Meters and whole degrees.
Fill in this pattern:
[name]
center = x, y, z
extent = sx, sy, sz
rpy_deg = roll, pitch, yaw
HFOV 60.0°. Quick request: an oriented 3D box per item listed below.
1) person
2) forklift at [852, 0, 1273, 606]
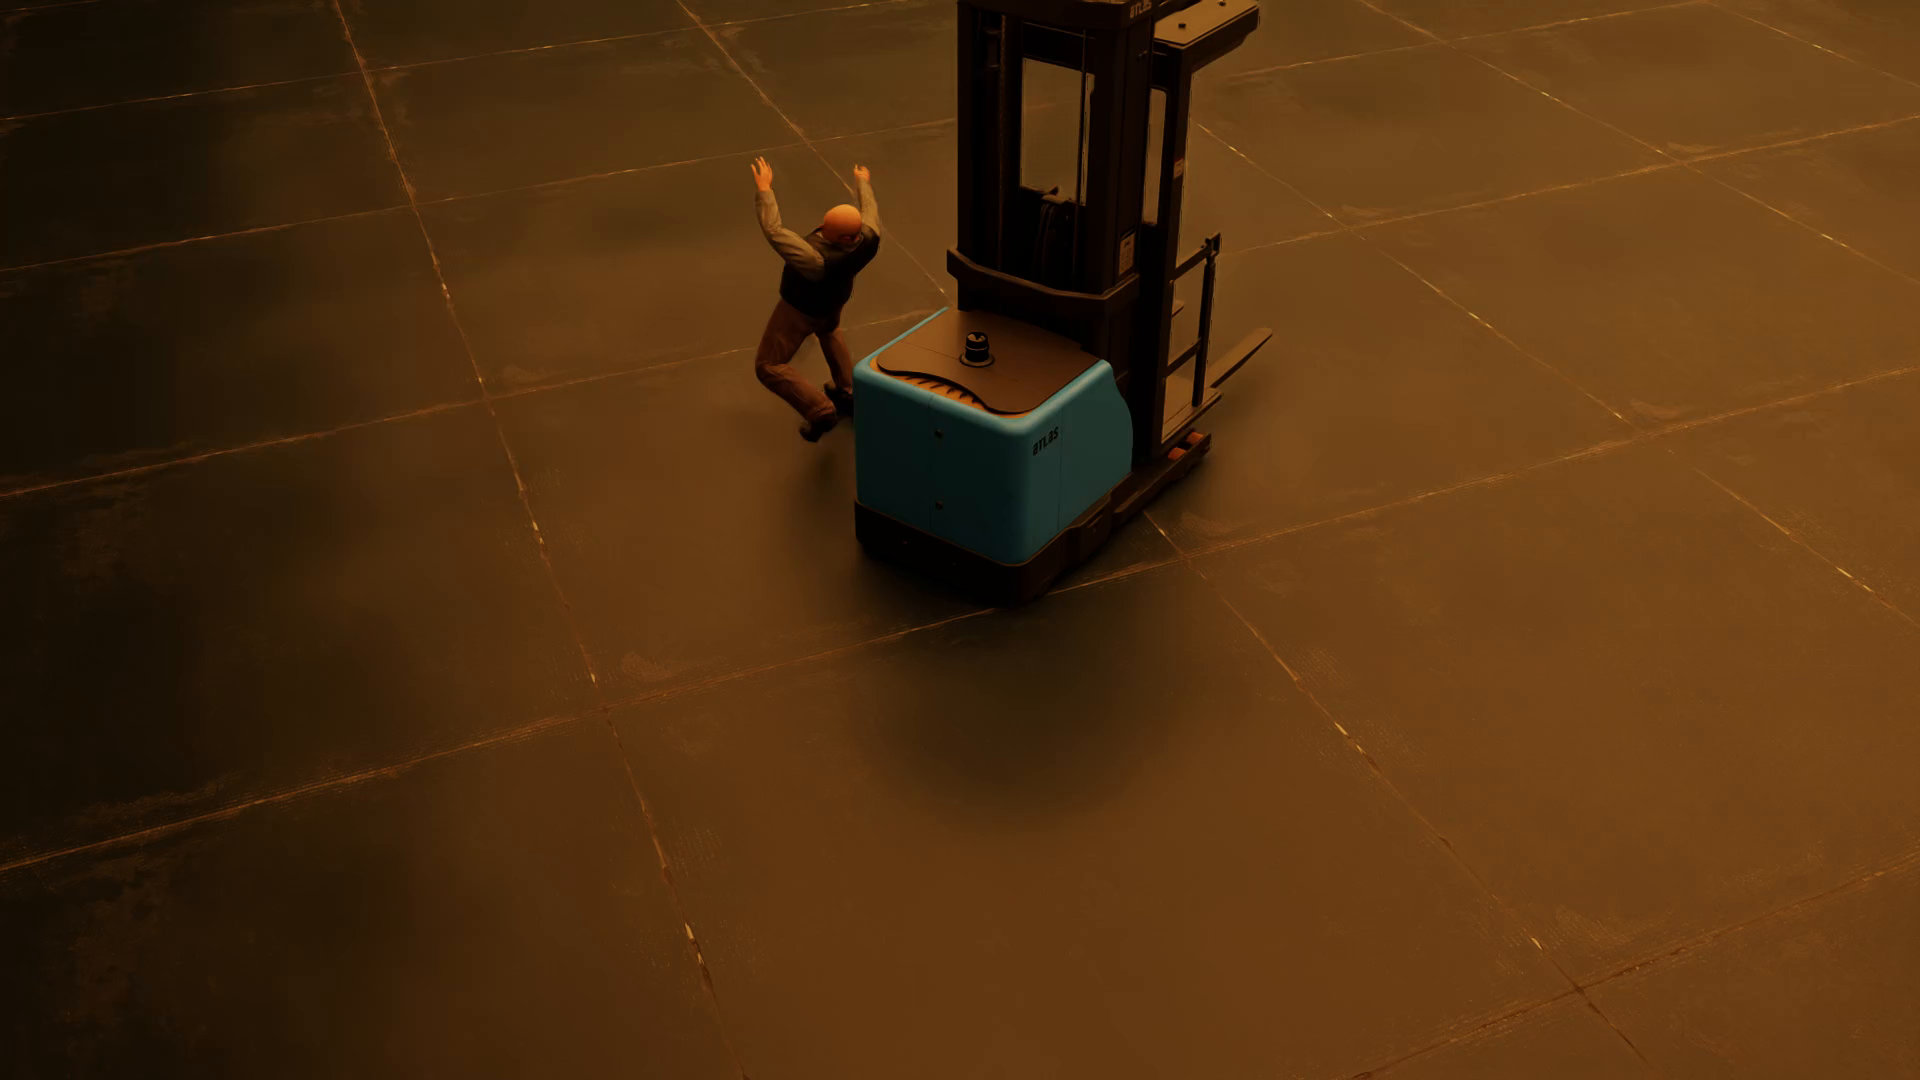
[person]
center = -0.661, -1.419, 9.242
extent = 0.665, 1.549, 1.046
rpy_deg = 19, 40, 25
[forklift]
center = 0.733, -1.681, 8.463
extent = 1.130, 2.935, 3.031
rpy_deg = 23, 41, 28
